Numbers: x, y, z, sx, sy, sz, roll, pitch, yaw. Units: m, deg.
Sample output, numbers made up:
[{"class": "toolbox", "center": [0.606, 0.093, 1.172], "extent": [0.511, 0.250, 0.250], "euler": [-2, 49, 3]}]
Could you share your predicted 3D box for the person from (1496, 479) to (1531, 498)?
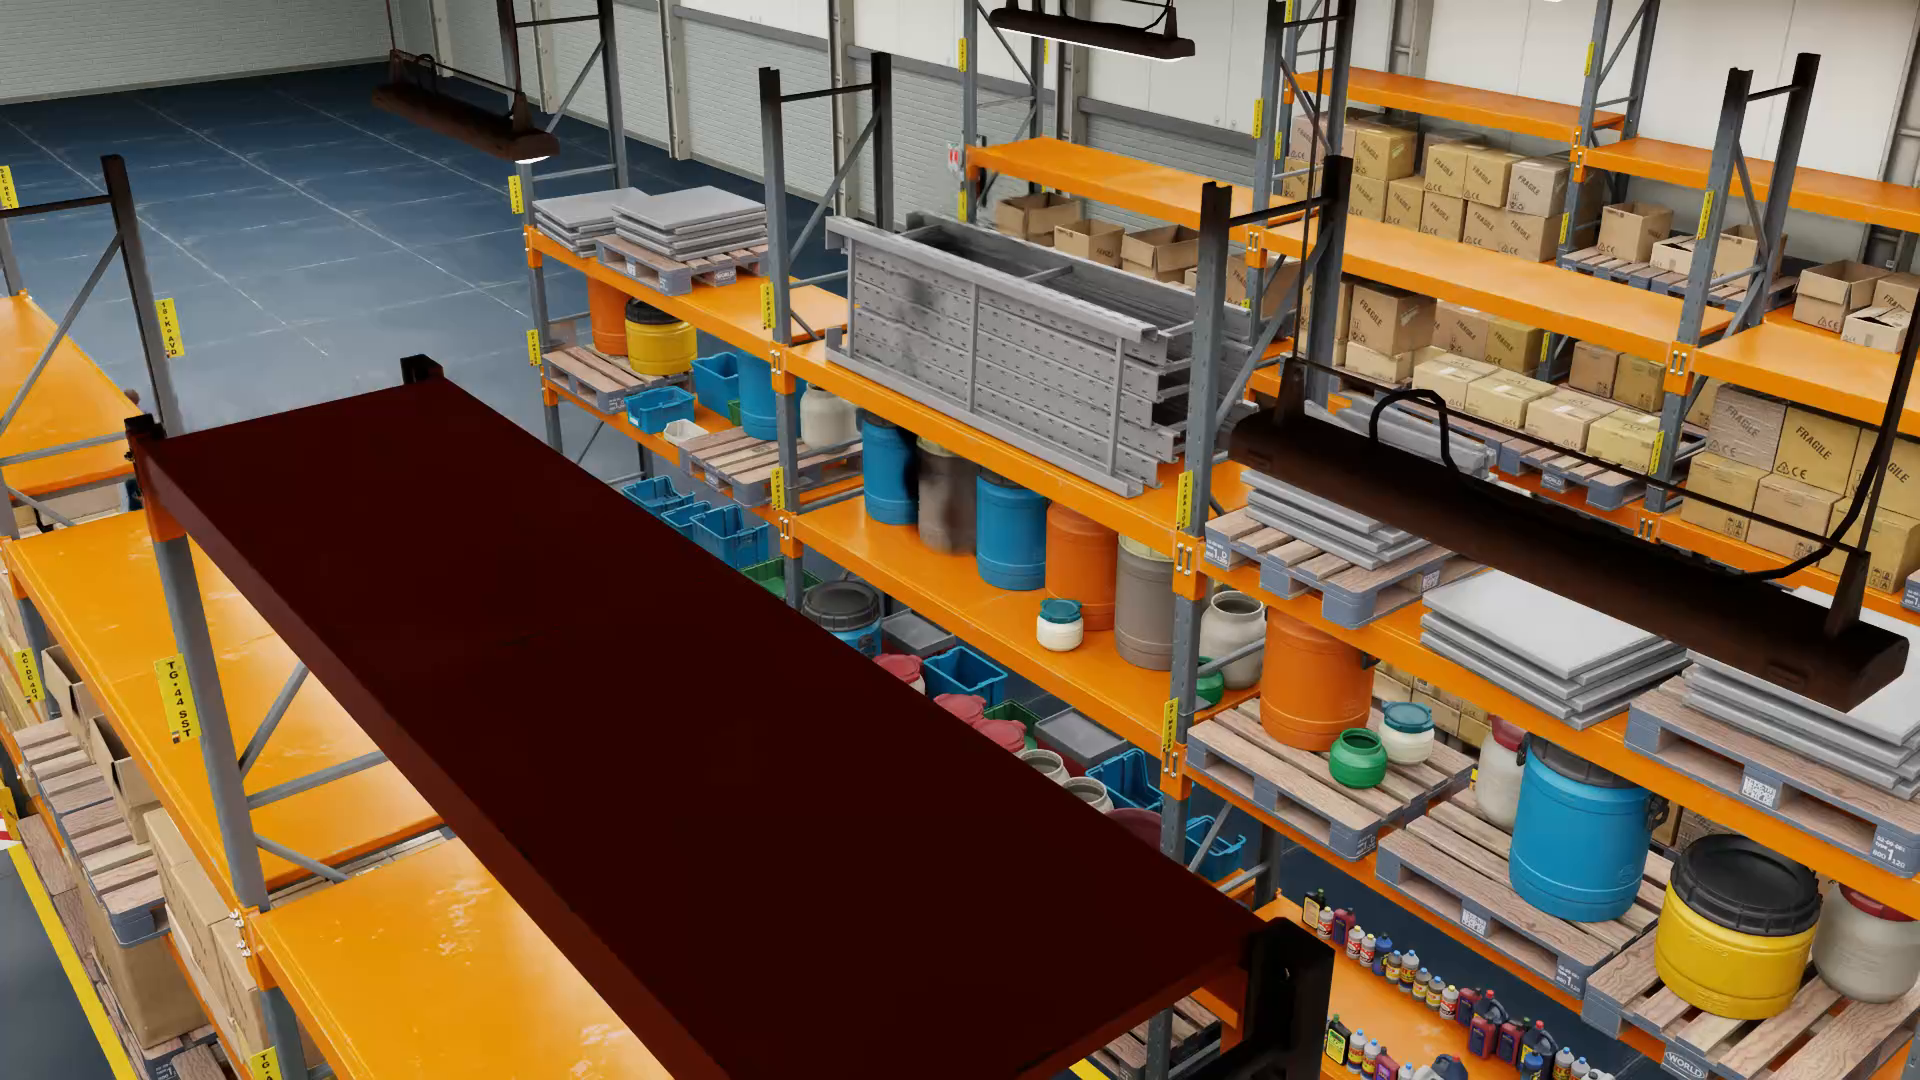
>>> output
[{"class": "person", "center": [5.152, -0.023, 16.327], "extent": [0.641, 1.855, 0.782], "euler": [-19, 31, -33]}]

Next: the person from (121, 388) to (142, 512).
[{"class": "person", "center": [-8.959, -0.903, 18.277], "extent": [0.821, 1.629, 0.530], "euler": [-7, 27, -14]}]

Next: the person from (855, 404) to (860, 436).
[{"class": "person", "center": [-1.397, -1.715, 19.951], "extent": [0.534, 1.642, 0.626], "euler": [-3, 26, -5]}]
